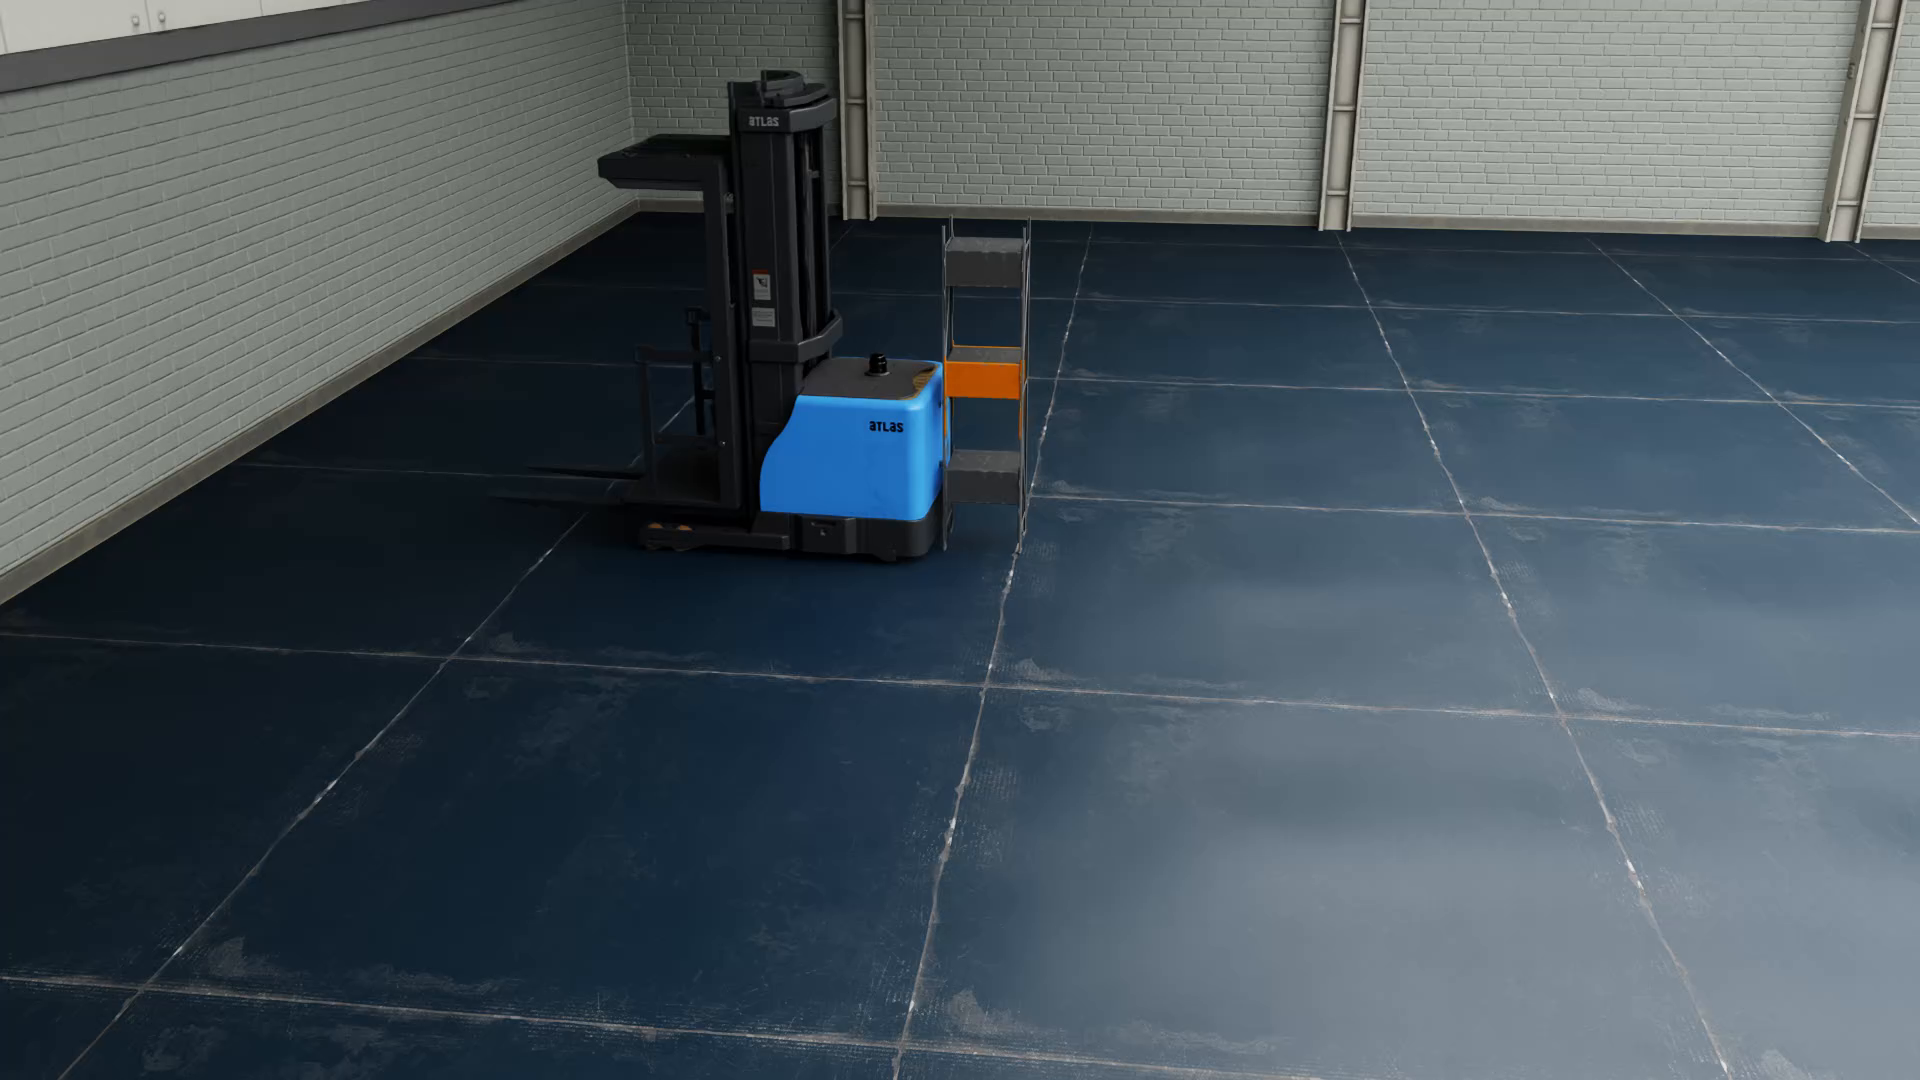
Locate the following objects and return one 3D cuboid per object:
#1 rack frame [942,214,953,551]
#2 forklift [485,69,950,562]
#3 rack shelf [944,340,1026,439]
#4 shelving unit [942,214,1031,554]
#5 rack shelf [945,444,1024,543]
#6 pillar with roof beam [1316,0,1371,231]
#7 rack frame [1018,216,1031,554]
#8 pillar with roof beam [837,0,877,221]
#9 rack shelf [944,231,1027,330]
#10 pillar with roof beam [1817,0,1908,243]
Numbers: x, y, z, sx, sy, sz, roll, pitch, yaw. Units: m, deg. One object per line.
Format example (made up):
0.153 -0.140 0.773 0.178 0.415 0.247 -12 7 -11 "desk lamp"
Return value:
-0.078 -0.980 10.562 0.015 2.100 0.400 2 22 6 "rack frame"
-1.620 -1.473 10.678 3.031 2.935 1.130 4 22 10 "forklift"
0.164 -0.957 10.541 0.480 0.518 0.431 2 22 6 "rack shelf"
0.164 -0.969 10.536 0.503 2.100 0.431 2 22 6 "shelving unit"
0.164 -0.306 10.798 0.480 0.518 0.431 2 22 6 "rack shelf"
4.163 -6.508 15.162 0.400 9.000 9.100 2 22 6 "pillar with roof beam"
0.407 -0.959 10.509 0.015 2.100 0.400 2 22 6 "rack frame"
-1.796 -6.768 15.818 0.400 9.000 9.100 2 22 6 "pillar with roof beam"
0.164 -1.608 10.283 0.480 0.518 0.431 2 22 6 "rack shelf"
10.121 -6.248 14.505 0.400 9.000 9.100 2 22 6 "pillar with roof beam"
